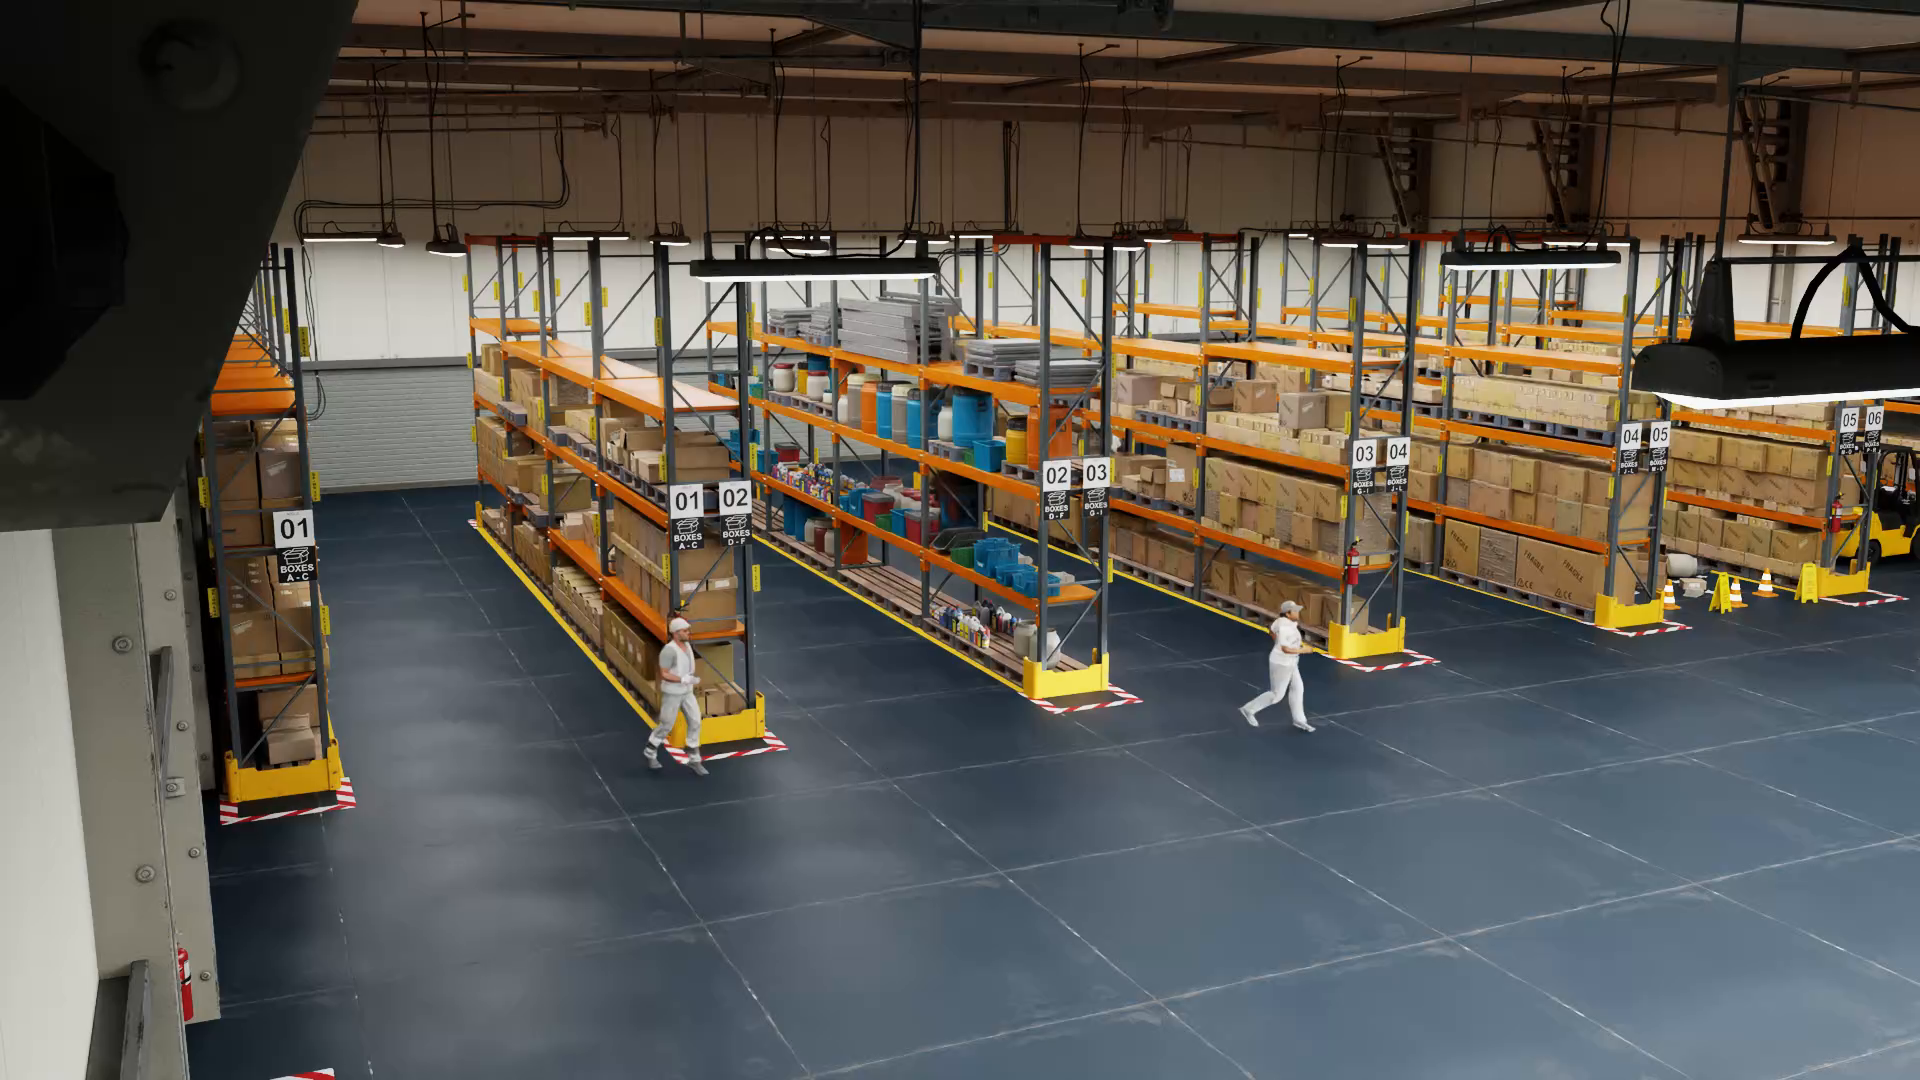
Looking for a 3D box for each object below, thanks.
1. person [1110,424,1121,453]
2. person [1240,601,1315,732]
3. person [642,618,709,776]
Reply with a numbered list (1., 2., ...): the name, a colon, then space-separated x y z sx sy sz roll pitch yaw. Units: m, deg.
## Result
1. person: 3.337 -1.781 37.790 0.710 1.760 0.855 -3 12 -17
2. person: 3.983 1.570 20.706 0.934 1.685 0.615 2 11 12
3. person: -3.251 1.792 19.172 0.803 1.840 0.696 5 12 26
